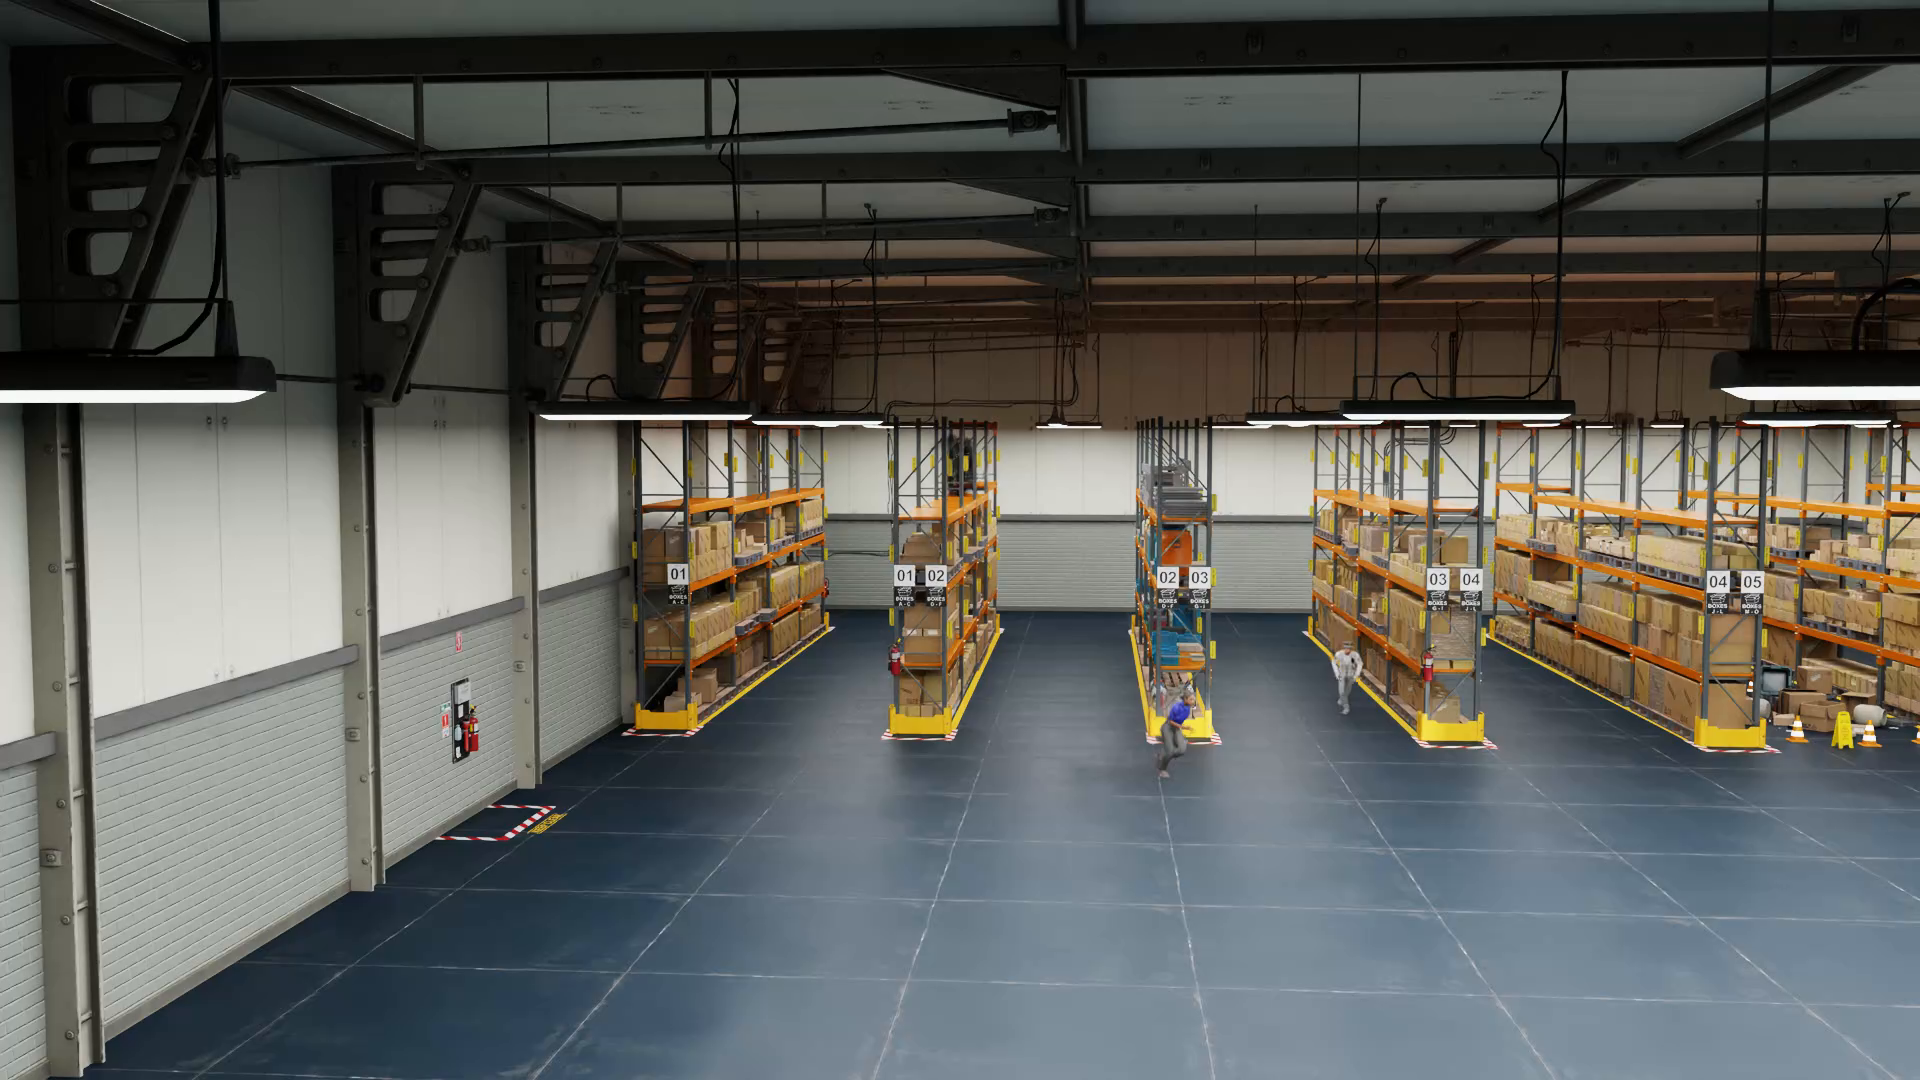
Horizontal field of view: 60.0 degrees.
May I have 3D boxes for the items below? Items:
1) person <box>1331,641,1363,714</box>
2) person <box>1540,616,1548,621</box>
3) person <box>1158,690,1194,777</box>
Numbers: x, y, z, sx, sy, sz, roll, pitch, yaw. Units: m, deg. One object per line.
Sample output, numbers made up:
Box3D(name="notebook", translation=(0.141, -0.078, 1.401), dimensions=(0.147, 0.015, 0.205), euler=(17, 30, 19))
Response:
Box3D(name="person", translation=(7.887, 2.778, 33.911), dimensions=(0.626, 1.512, 0.964), euler=(1, 4, 10))
Box3D(name="person", translation=(16.577, 1.812, 46.603), dimensions=(0.765, 1.805, 0.878), euler=(-3, 4, -34))
Box3D(name="person", translation=(3.620, 3.194, 27.532), dimensions=(0.596, 1.482, 0.779), euler=(-4, 5, -44))
